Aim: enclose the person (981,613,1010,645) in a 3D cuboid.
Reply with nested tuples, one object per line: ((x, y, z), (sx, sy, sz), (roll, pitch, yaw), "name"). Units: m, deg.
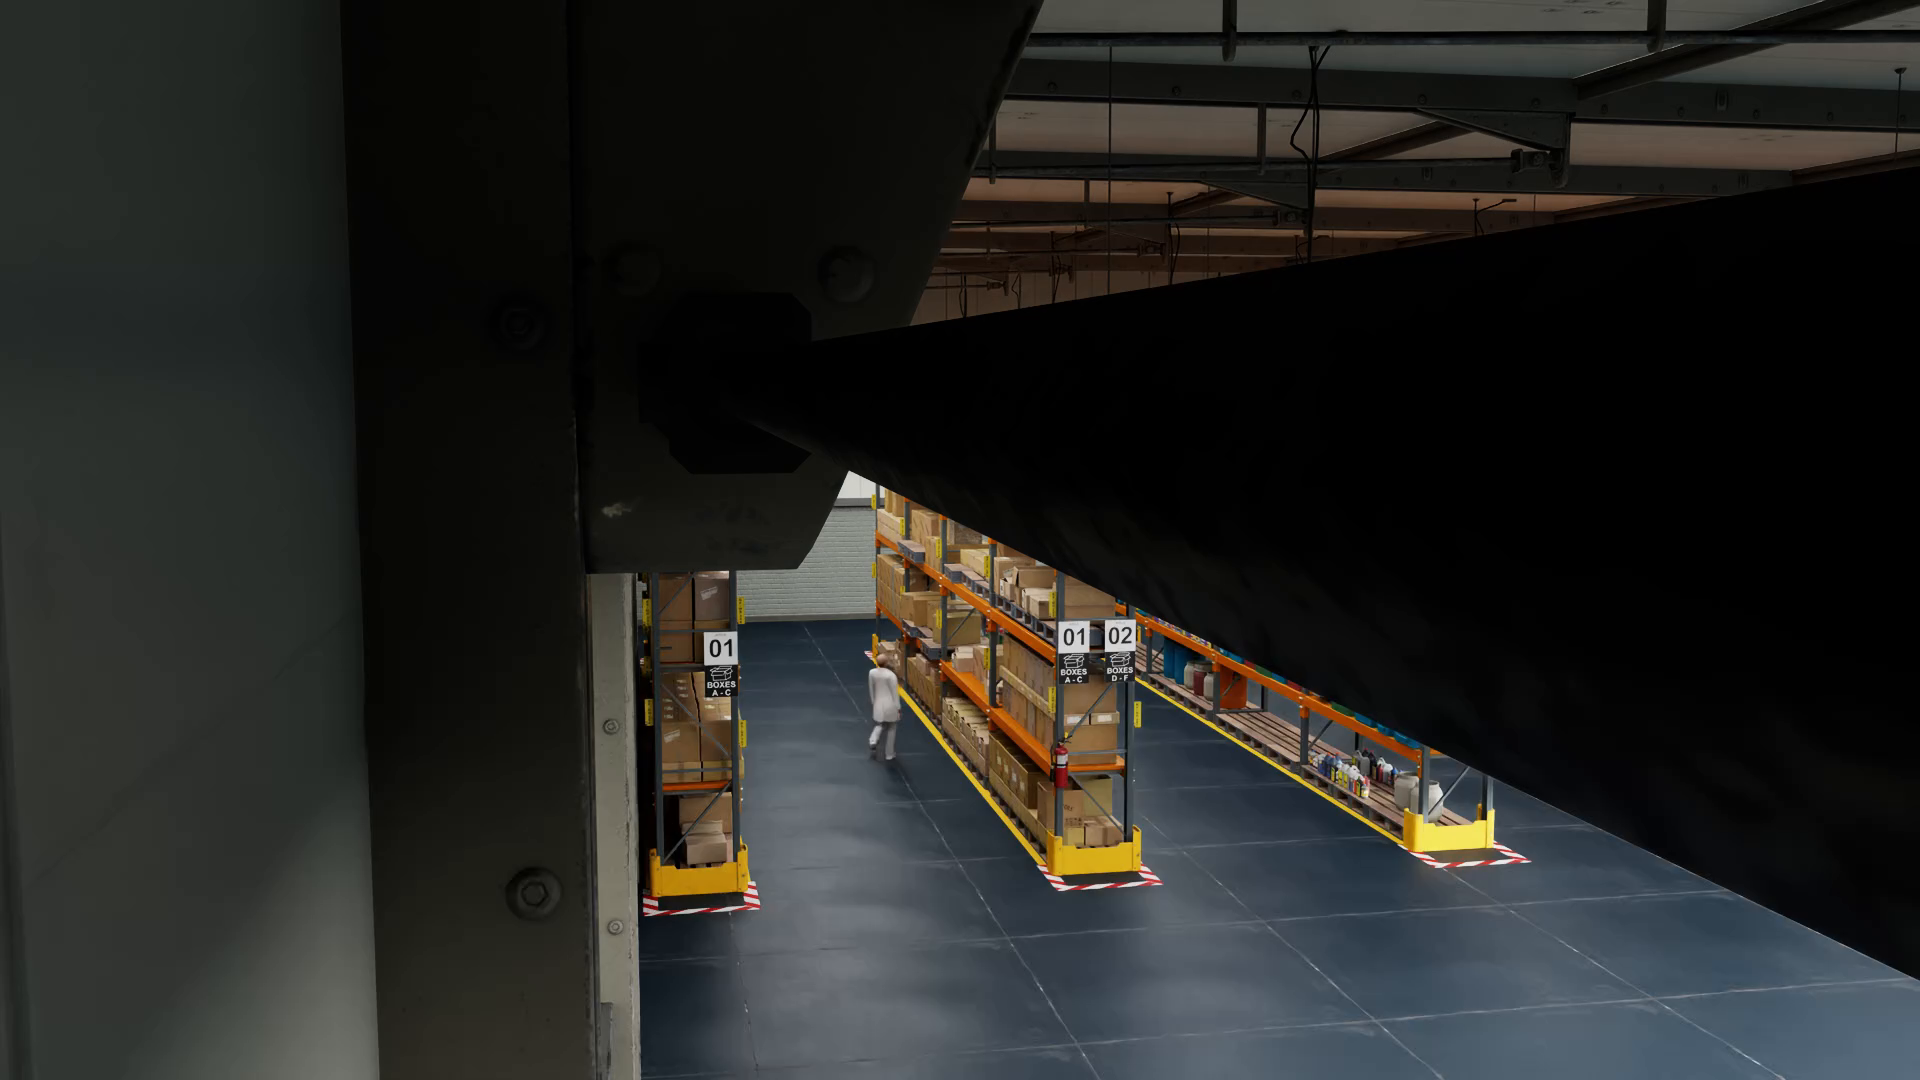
((0.728, 1.984, 34.258), (0.615, 1.811, 0.876), (-1, 6, -13), "person")

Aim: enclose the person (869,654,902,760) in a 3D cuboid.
((-1.224, 2.697, 26.833), (0.586, 1.744, 0.778), (2, 6, 23), "person")
